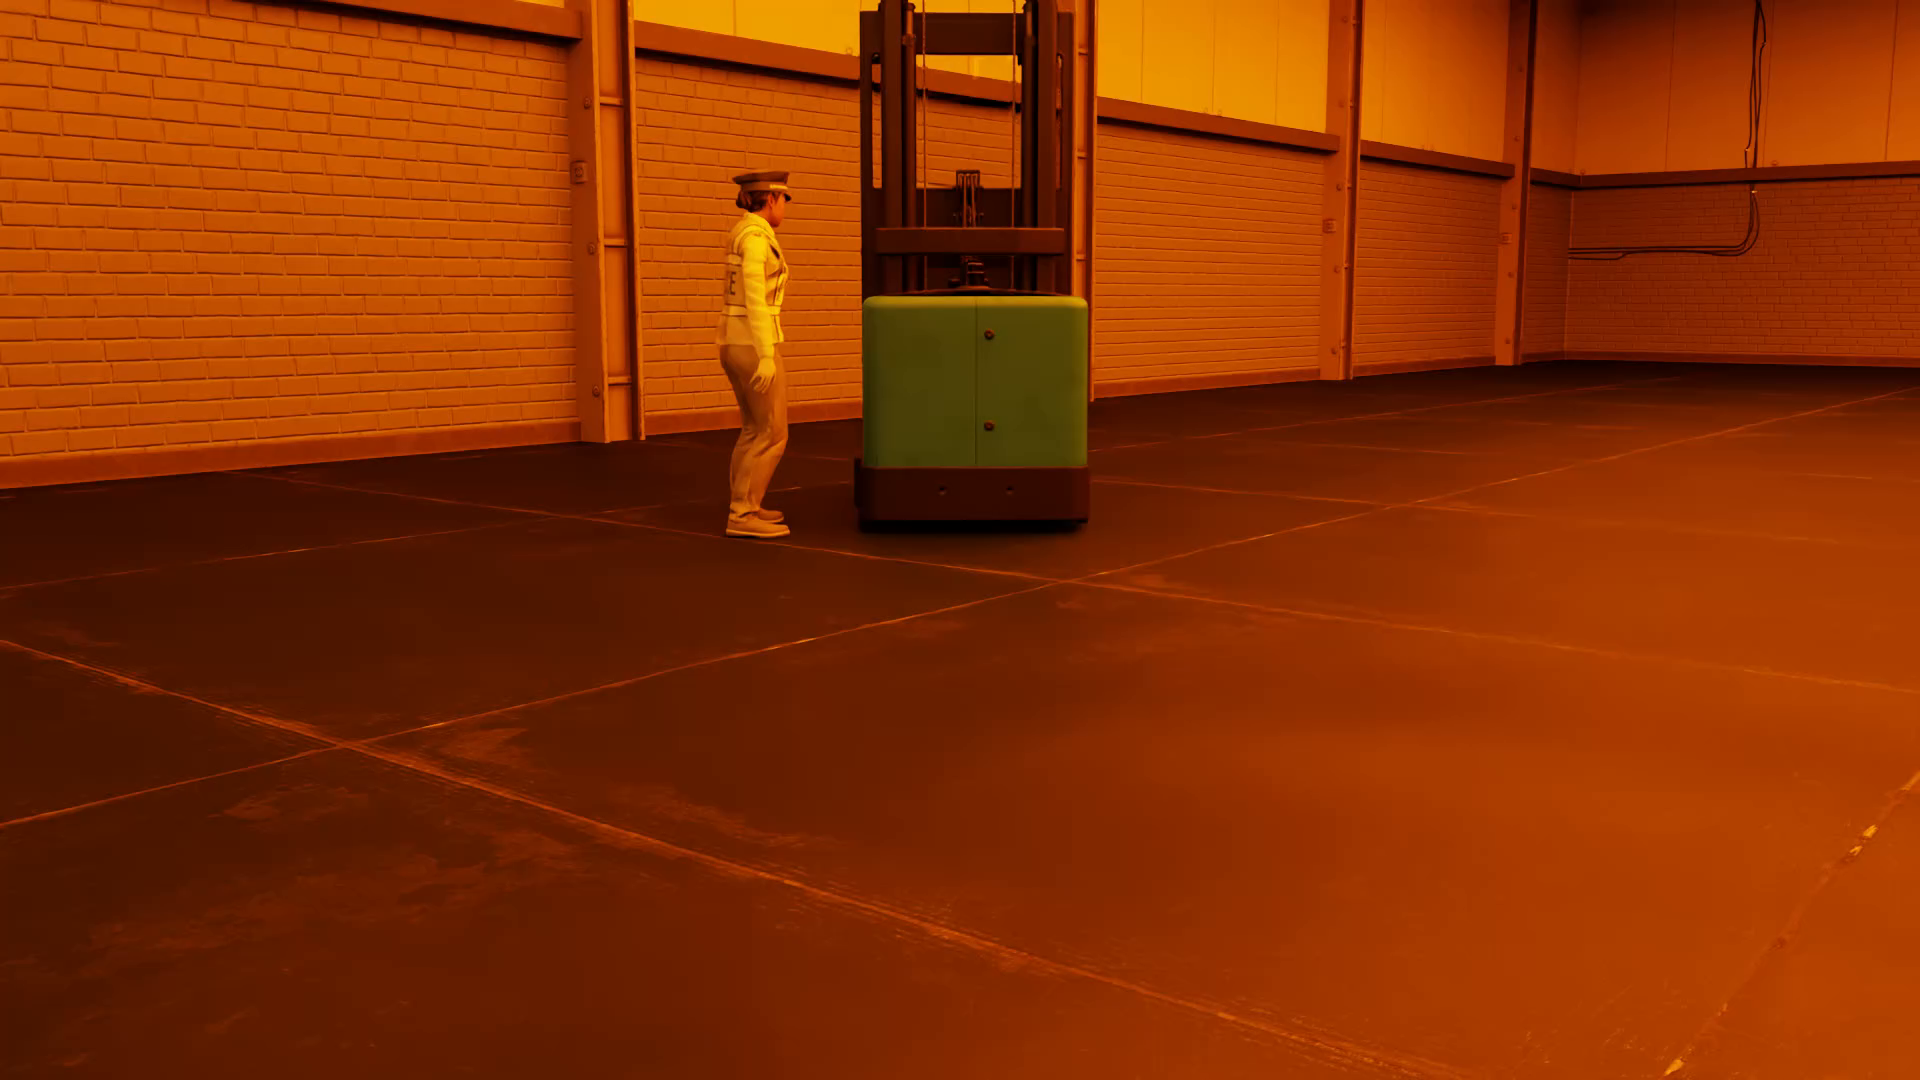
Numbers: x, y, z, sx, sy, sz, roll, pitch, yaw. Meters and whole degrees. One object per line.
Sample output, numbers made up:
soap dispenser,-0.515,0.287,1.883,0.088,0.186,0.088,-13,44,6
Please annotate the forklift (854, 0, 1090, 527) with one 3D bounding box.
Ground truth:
forklift,0.024,-1.688,8.816,1.130,2.935,3.031,0,8,-2

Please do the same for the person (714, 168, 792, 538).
person,-0.917,-0.843,7.516,0.376,1.642,0.713,-3,9,-20
